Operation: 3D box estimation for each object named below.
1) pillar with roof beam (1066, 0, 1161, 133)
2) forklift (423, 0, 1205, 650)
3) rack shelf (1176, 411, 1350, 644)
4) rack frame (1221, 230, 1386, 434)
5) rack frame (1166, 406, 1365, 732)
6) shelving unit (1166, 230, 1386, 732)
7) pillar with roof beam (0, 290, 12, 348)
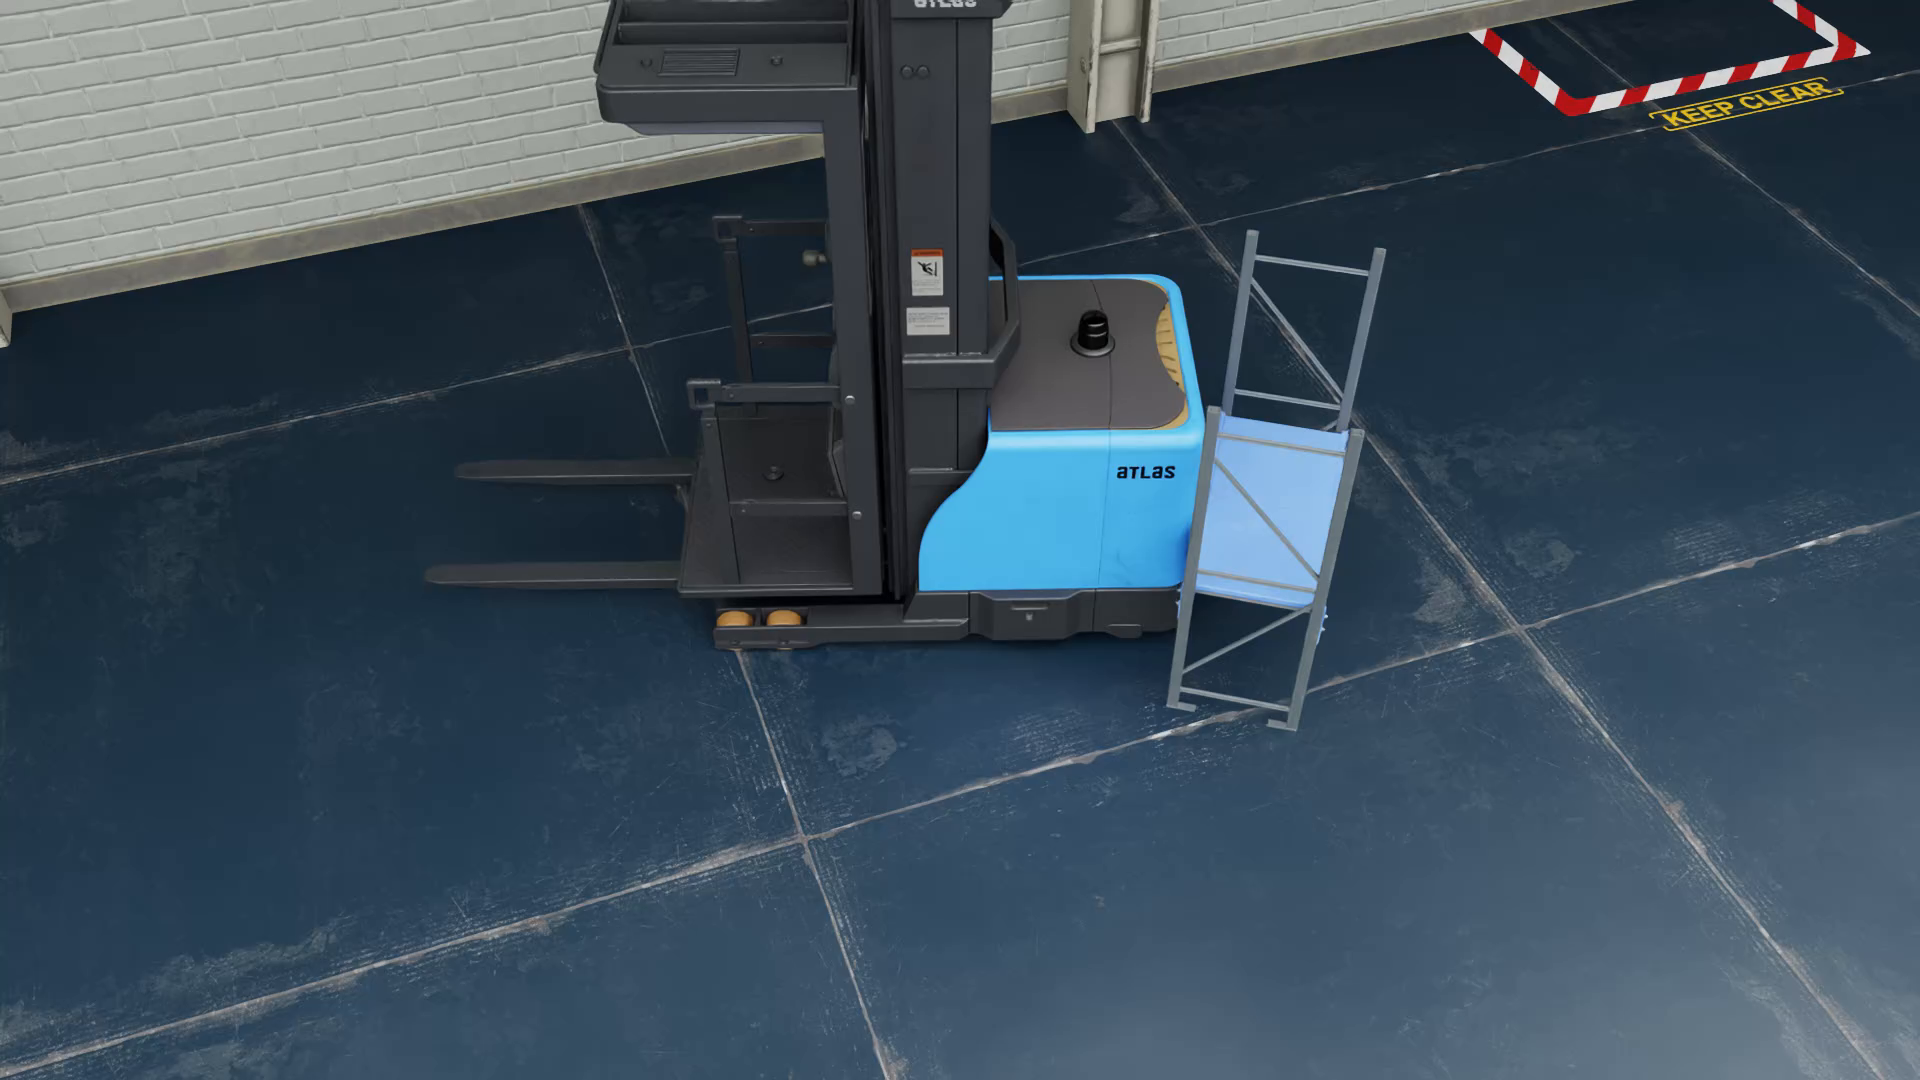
[{"bbox_3d":[2.301,-2.740,3.437,0.400,9.000,9.100,-14,47,-14],"label":"pillar with roof beam"},{"bbox_3d":[-0.620,-0.975,5.962,3.031,2.935,1.130,-1,45,-1],"label":"forklift"},{"bbox_3d":[1.165,-0.074,6.328,0.538,0.185,1.000,10,46,10],"label":"rack shelf"},{"bbox_3d":[1.289,-0.550,6.549,0.500,1.500,0.032,10,46,10],"label":"rack frame"},{"bbox_3d":[1.042,0.148,5.853,0.500,1.500,0.032,10,46,10],"label":"rack frame"},{"bbox_3d":[1.165,-0.201,6.201,0.538,1.500,1.048,10,46,10],"label":"shelving unit"},{"bbox_3d":[-3.343,-1.297,1.999,0.400,9.000,9.100,-14,47,-14],"label":"pillar with roof beam"}]
